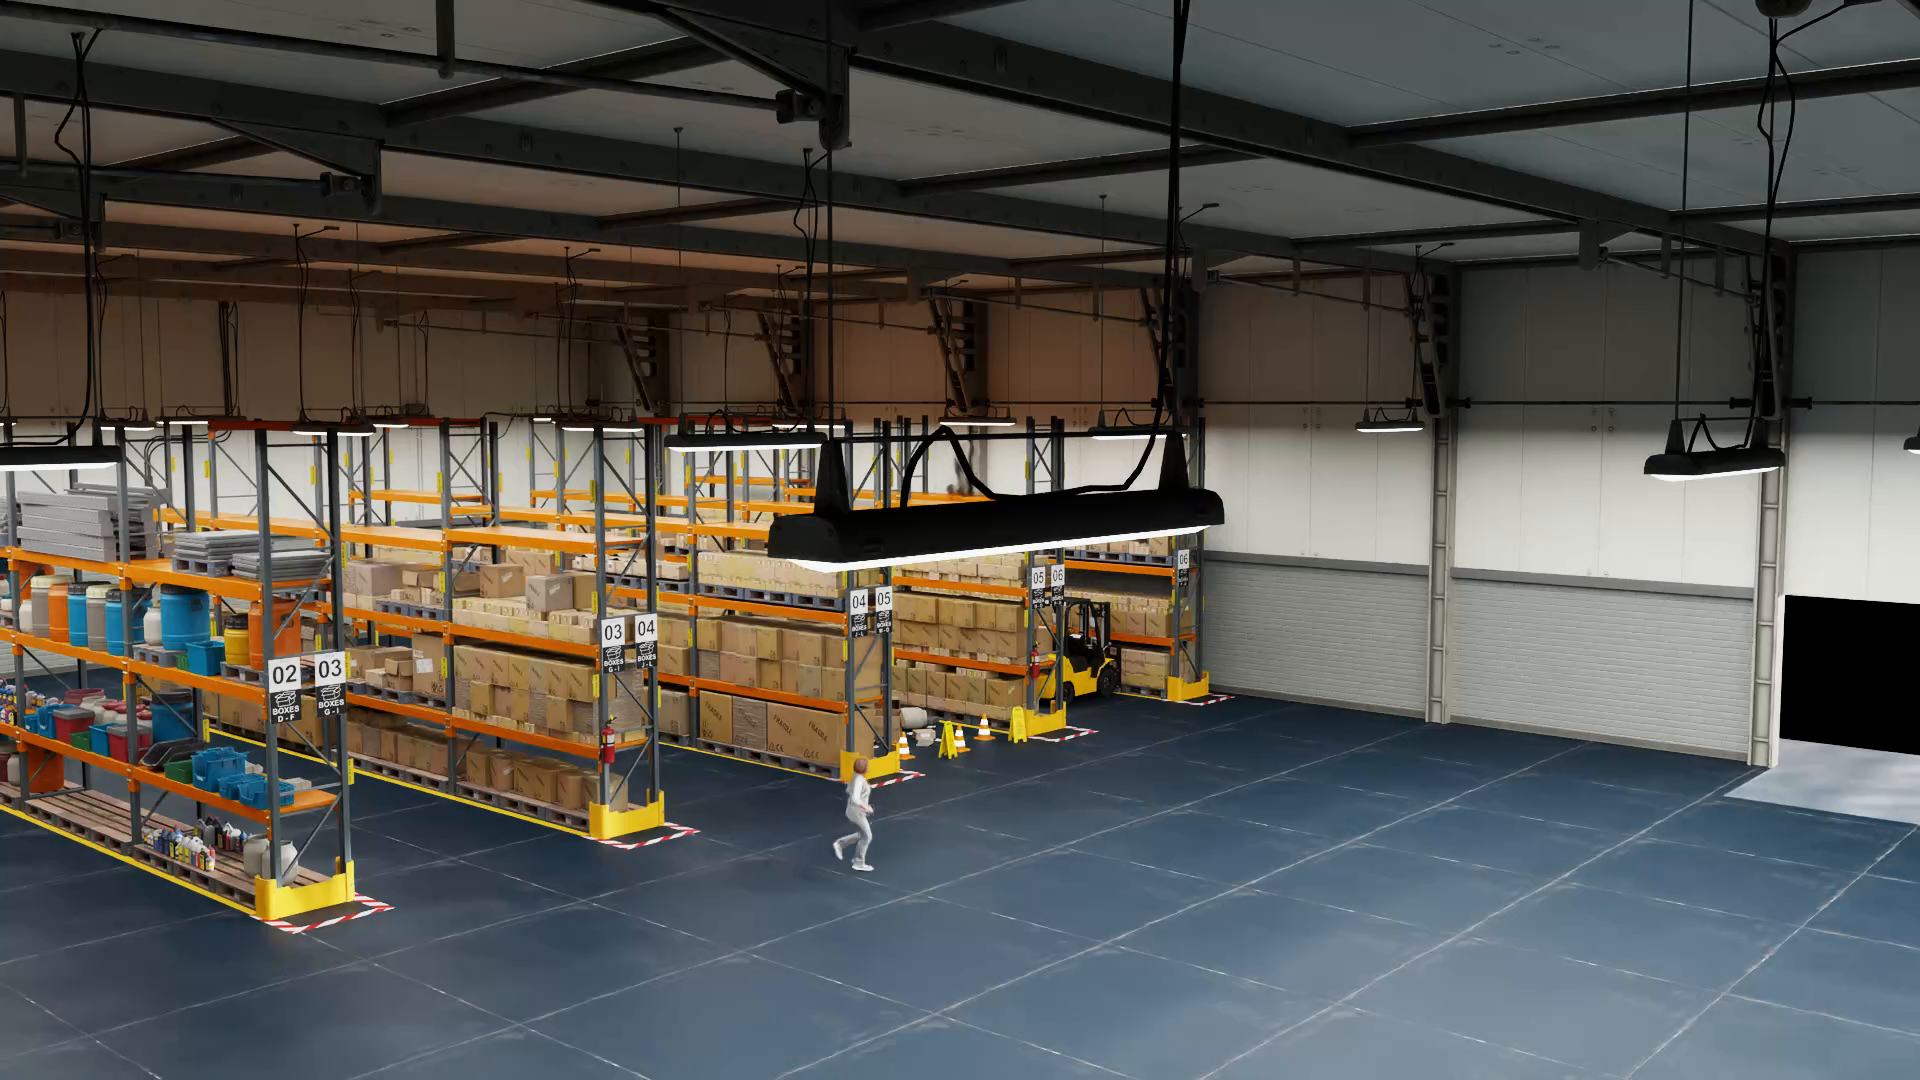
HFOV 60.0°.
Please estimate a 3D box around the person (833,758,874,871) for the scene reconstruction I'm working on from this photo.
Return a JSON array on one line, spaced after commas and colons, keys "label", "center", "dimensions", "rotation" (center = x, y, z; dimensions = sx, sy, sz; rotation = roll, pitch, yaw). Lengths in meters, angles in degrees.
[{"label": "person", "center": [-1.435, 3.706, 22.379], "dimensions": [0.536, 1.563, 0.540], "rotation": [-1, 5, -9]}]
